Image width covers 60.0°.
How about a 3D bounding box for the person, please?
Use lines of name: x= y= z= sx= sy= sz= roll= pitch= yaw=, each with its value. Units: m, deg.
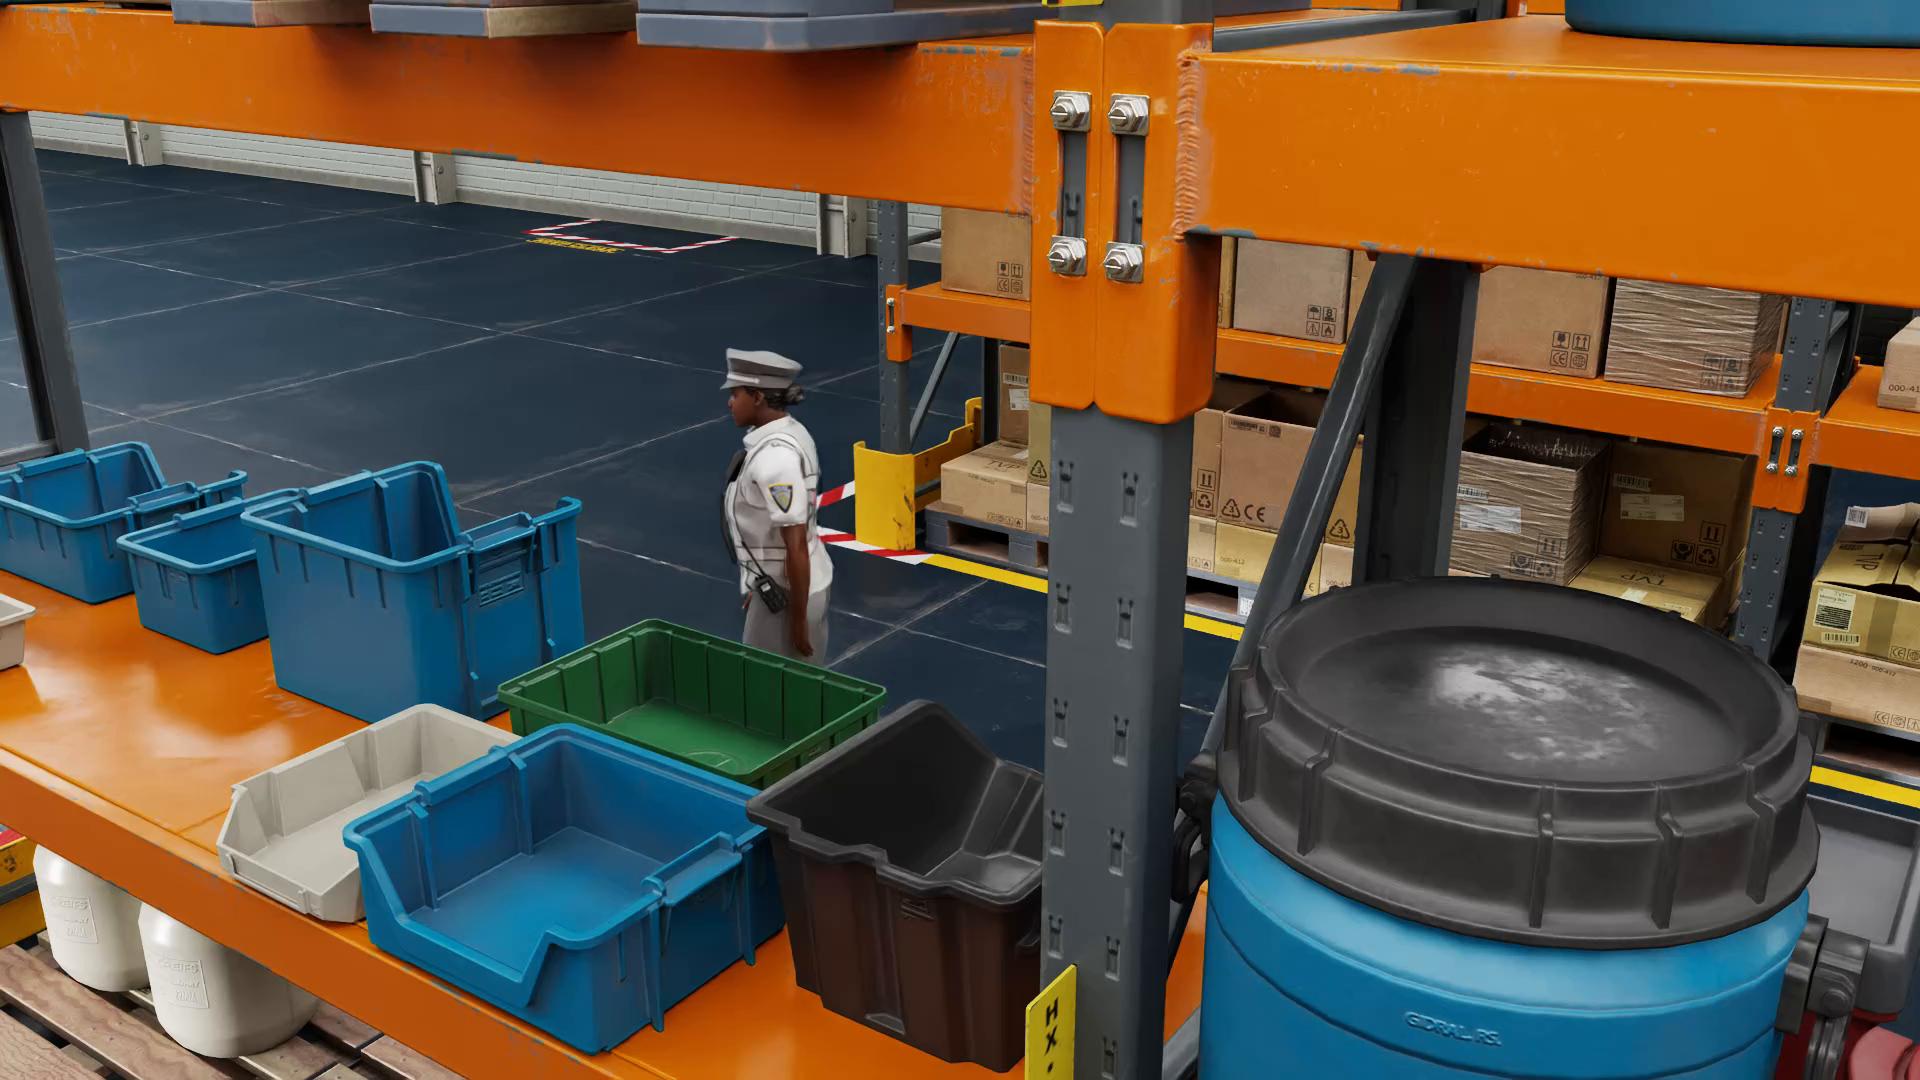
person: x=-0.574 y=0.205 z=5.506 sx=0.392 sy=1.671 sz=0.523 roll=0 pitch=20 yaw=-1
